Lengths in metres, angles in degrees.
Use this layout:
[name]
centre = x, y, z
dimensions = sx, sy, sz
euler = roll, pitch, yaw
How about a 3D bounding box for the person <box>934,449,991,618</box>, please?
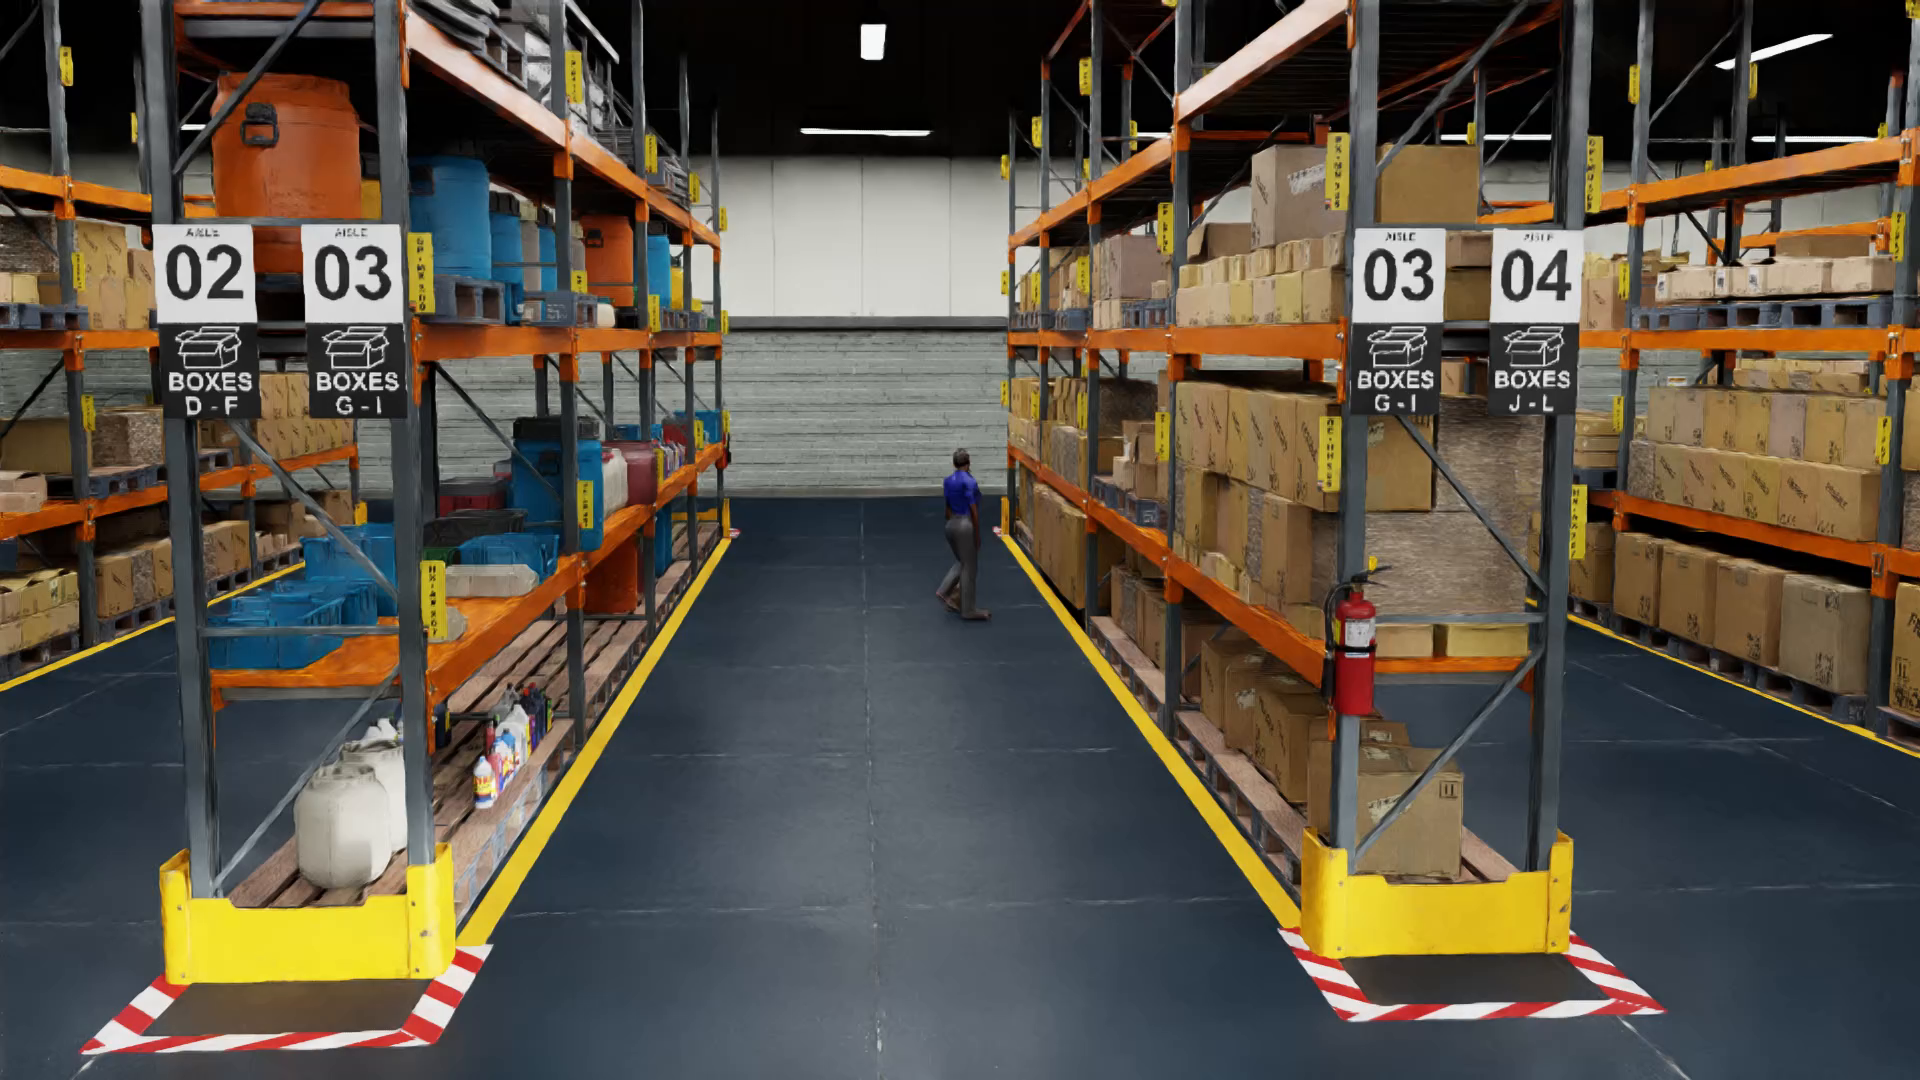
[person]
centre = 0.002, -0.067, 16.249
dimensions = 0.475, 1.639, 0.549
euler = -5, 8, -35
